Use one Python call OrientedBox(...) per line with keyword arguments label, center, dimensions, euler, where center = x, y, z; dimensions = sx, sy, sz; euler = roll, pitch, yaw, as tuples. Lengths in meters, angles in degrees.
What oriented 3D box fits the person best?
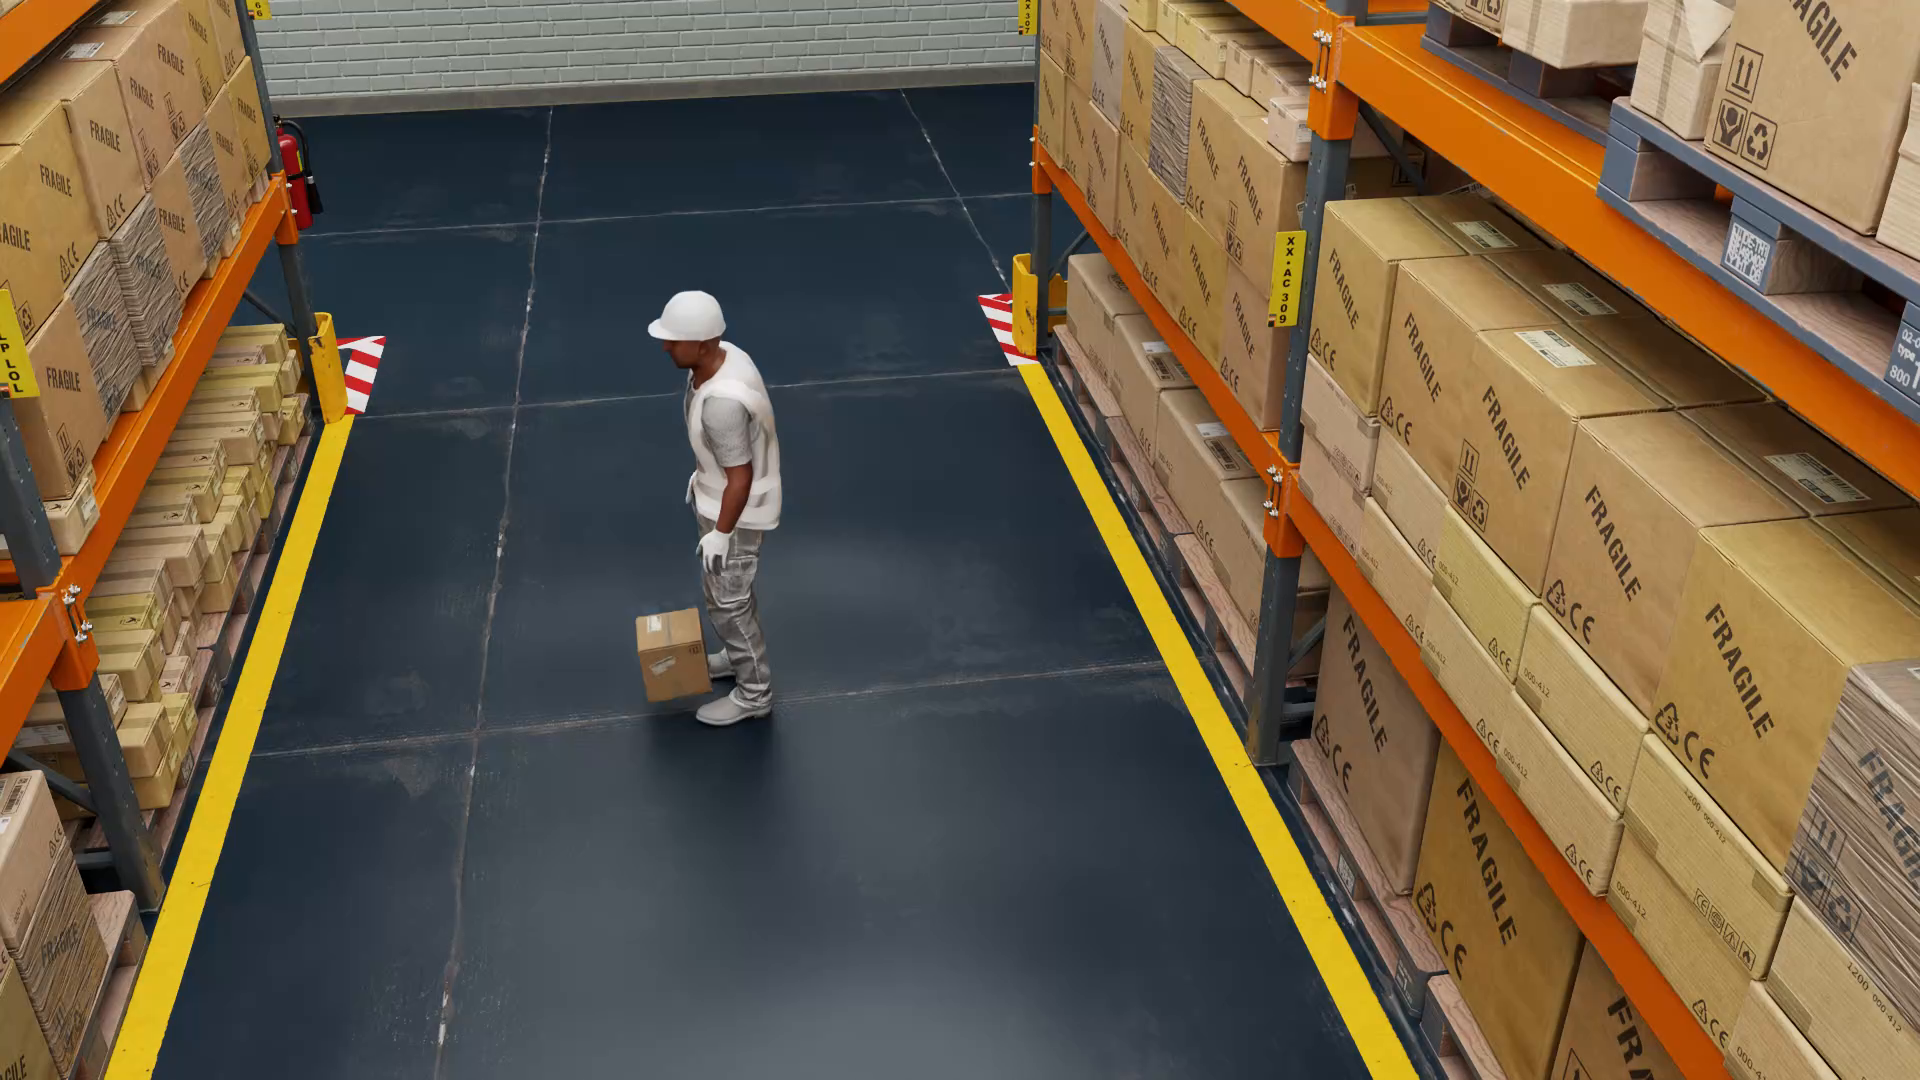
OrientedBox(label="person", center=(-0.897, -0.122, 6.326), dimensions=(0.434, 1.776, 0.590), euler=(-6, 31, -10))
